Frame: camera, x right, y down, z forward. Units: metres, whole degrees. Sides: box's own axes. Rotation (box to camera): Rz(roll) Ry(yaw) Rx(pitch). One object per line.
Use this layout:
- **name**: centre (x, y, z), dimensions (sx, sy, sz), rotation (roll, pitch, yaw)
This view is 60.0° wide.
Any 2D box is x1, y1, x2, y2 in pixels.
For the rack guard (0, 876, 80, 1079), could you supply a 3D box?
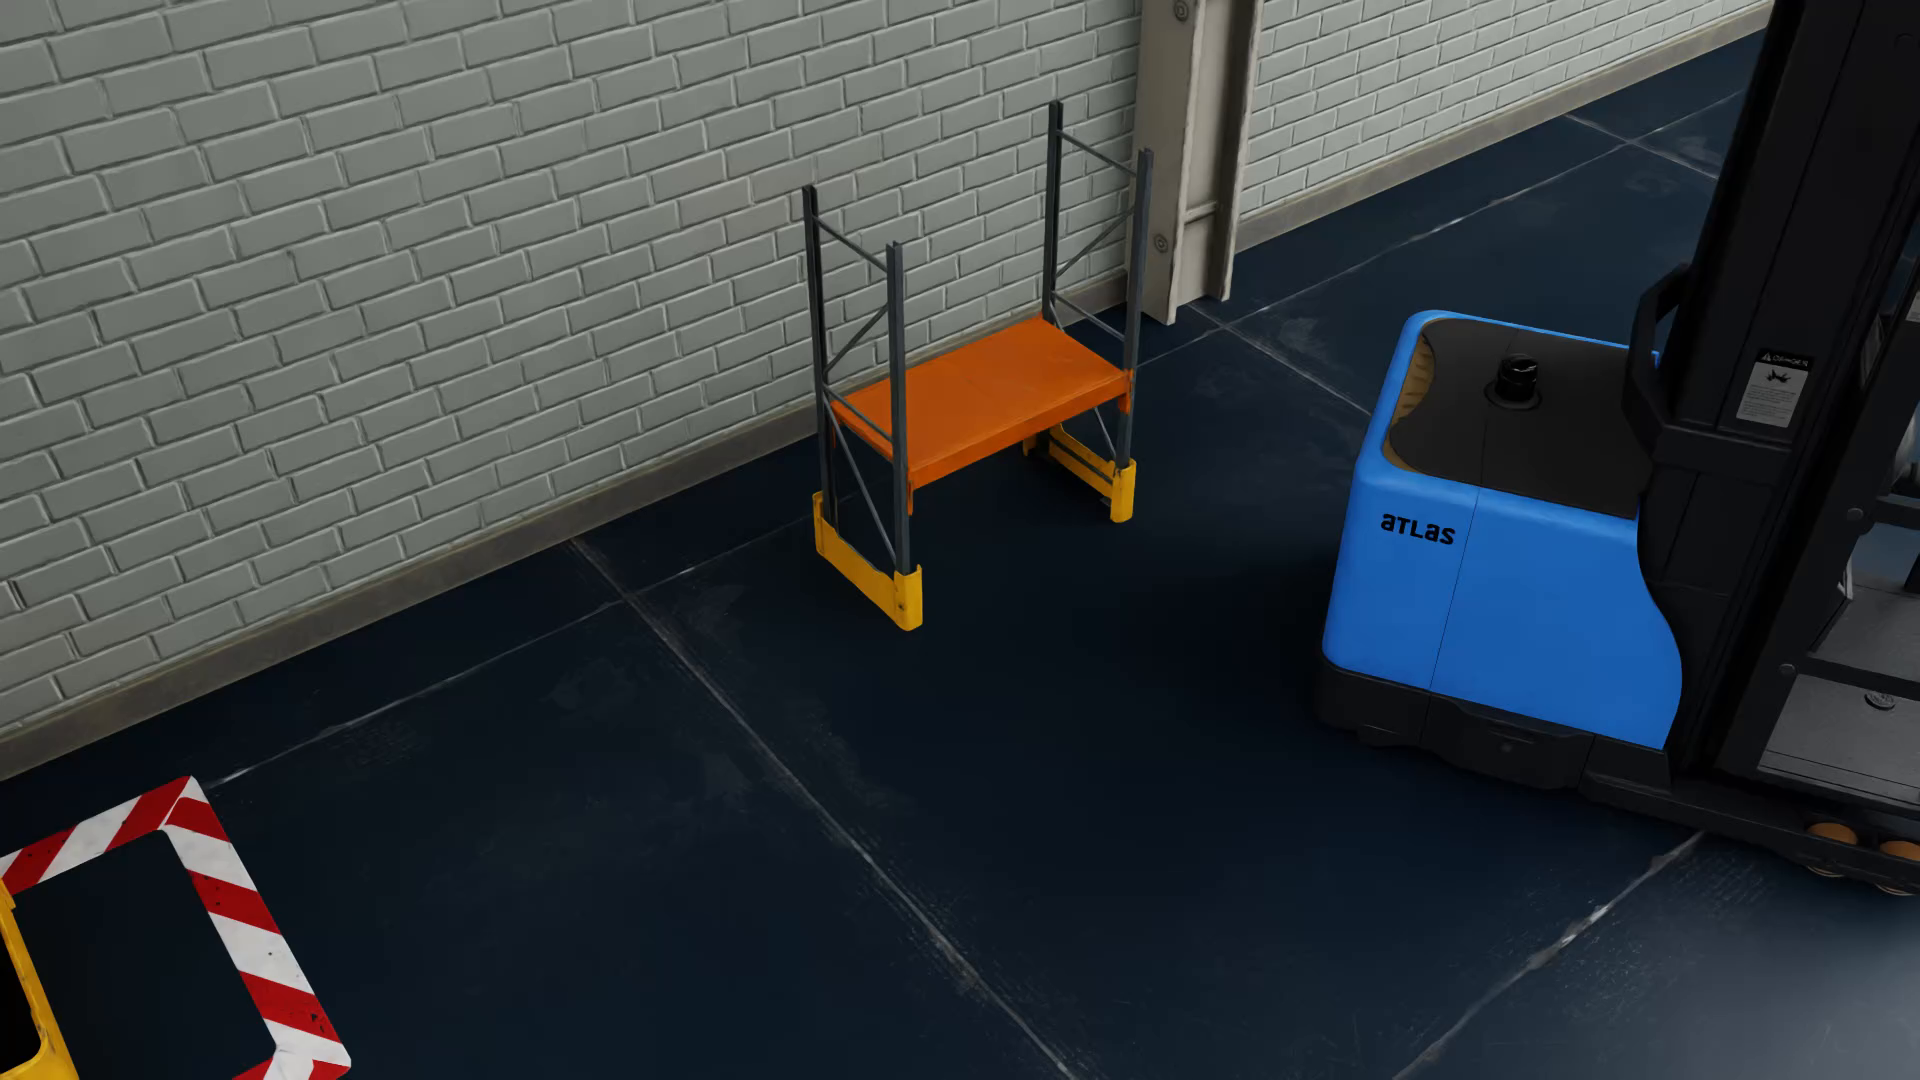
- **rack guard**: centre (-2.652, 1.193, 4.402), dimensions (0.348, 0.500, 1.175), rotation (-26, 46, -28)

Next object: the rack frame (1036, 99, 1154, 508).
- **rack frame**: centre (0.471, -0.809, 6.054), dimensions (0.032, 1.500, 0.500), rotation (-26, 46, -28)

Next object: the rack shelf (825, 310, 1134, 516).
- **rack shelf**: centre (0.068, -0.474, 5.929), dimensions (1.000, 0.185, 0.538), rotation (-26, 46, -28)

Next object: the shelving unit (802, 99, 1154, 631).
- **shelving unit**: centre (0.060, -0.609, 5.810), dimensions (1.083, 1.500, 0.587), rotation (-26, 46, -28)

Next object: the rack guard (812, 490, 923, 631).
- **rack guard**: centre (-0.334, 0.066, 5.972), dimensions (0.087, 0.250, 0.587), rotation (-26, 46, -28)

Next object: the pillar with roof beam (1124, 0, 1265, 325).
- **pillar with roof beam**: centre (3.608, -2.422, 2.107), dimensions (0.400, 9.000, 9.100), rotation (-26, 46, -28)

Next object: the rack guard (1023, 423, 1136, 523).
- **rack guard**: centre (0.455, -0.319, 6.441), dimensions (0.087, 0.250, 0.587), rotation (-26, 46, -28)

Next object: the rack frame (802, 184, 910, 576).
- **rack frame**: centre (-0.335, -0.416, 5.575), dimensions (0.032, 1.500, 0.500), rotation (-26, 46, -28)

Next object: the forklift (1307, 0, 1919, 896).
- **forklift**: centre (2.715, -0.458, 4.498), dimensions (3.031, 2.935, 1.130), rotation (14, 41, 16)
